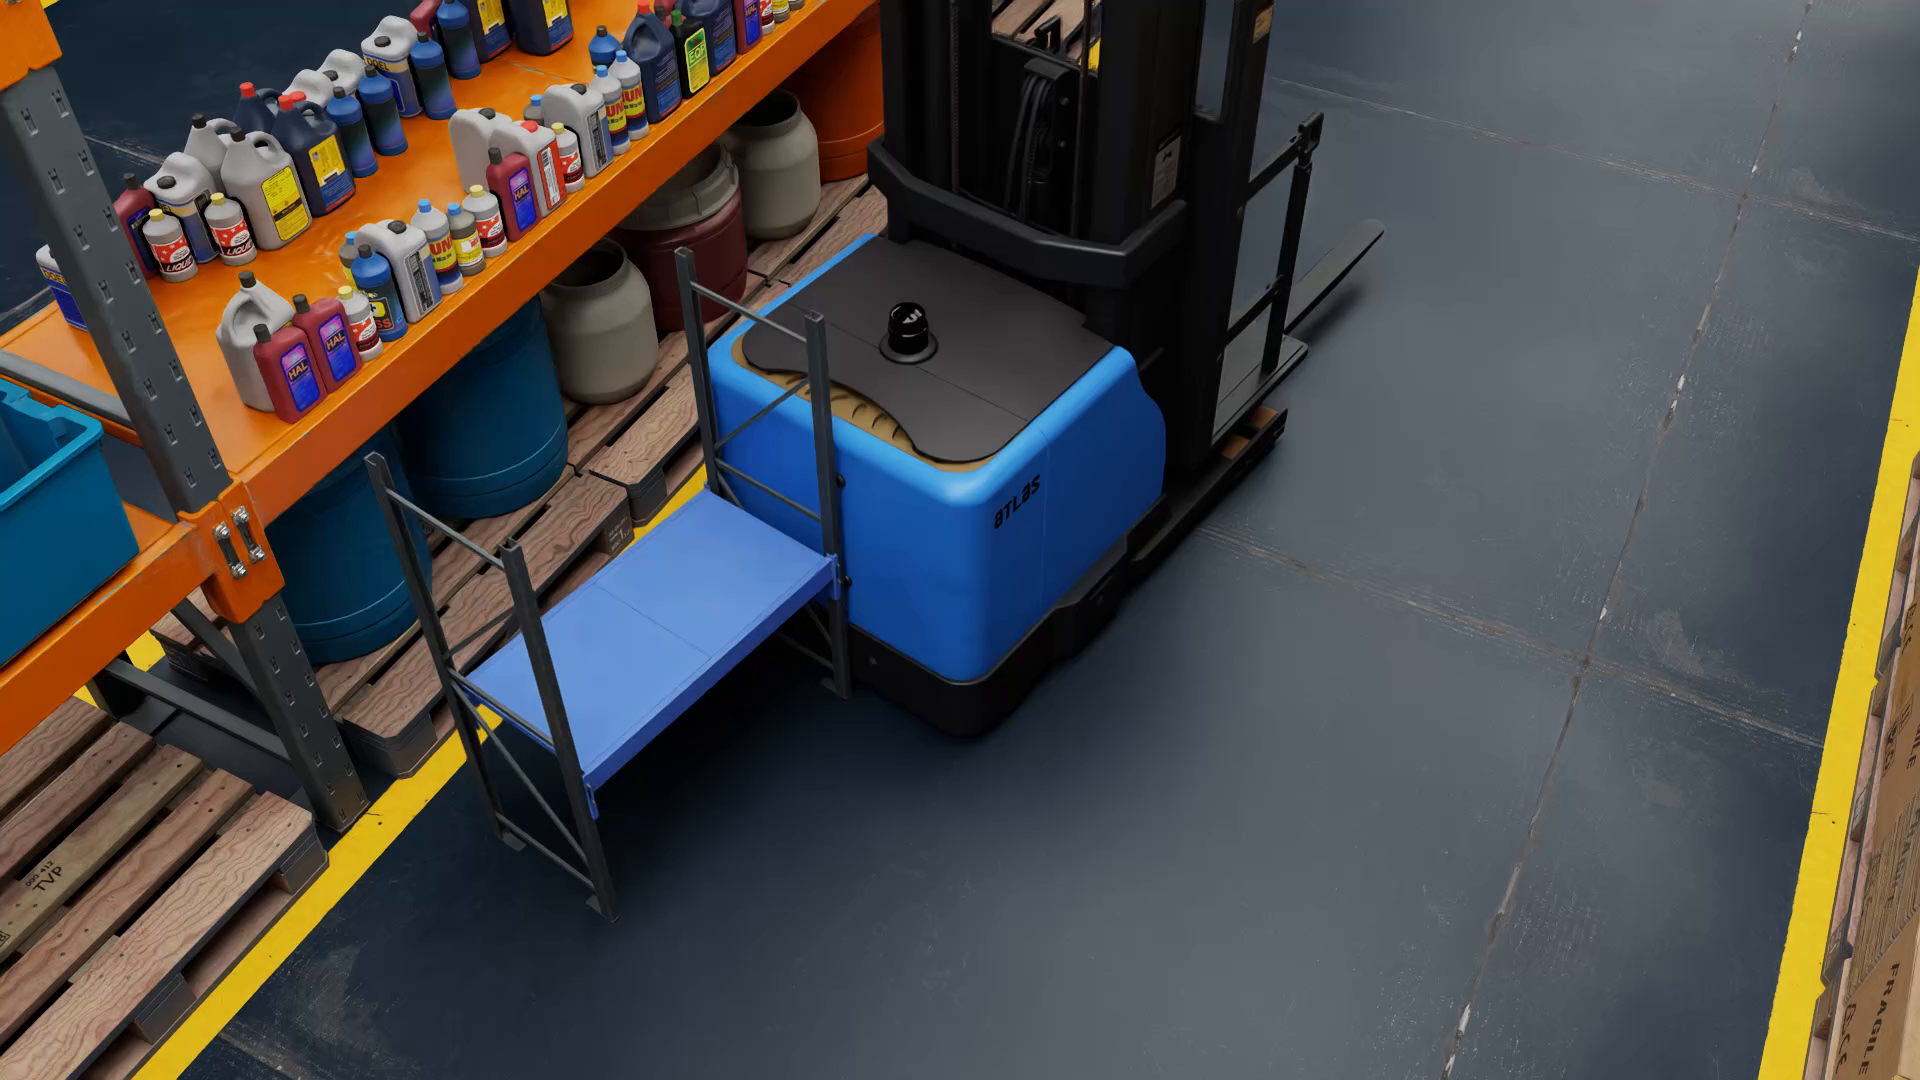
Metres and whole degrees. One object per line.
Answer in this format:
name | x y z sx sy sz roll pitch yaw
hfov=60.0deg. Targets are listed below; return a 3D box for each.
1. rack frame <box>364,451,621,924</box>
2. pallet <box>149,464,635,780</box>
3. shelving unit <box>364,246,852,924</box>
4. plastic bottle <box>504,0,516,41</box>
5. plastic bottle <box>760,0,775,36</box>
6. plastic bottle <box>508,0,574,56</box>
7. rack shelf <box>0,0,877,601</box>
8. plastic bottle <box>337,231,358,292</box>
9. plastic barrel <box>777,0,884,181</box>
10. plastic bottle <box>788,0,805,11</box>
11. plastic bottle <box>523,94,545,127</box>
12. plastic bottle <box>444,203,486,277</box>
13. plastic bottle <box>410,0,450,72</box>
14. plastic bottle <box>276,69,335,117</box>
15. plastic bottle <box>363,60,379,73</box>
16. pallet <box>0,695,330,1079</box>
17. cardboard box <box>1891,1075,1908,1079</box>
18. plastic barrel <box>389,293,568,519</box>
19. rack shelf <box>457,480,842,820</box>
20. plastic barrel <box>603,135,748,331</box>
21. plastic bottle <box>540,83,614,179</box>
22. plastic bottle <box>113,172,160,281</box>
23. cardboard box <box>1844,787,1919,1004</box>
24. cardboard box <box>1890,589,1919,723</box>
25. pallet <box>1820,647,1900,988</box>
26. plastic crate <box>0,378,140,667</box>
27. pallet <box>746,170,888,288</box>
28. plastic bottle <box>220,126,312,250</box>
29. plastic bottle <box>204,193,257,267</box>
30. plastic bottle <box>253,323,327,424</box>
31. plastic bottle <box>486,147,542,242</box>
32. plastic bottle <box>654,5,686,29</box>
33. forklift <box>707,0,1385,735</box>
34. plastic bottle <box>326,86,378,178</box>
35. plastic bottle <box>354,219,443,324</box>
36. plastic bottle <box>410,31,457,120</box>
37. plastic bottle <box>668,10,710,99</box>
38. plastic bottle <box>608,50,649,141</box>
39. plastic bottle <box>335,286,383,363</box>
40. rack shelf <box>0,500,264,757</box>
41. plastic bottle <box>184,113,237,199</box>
rack frame | -1.166 0.438 4.263 0.500 1.500 0.032 28 52 25
pallet | -1.834 0.119 5.484 1.003 0.211 1.213 20 49 19
shelving unit | -0.858 0.150 4.547 0.538 1.500 1.048 28 52 25
plastic bottle | -1.503 -1.826 5.533 0.152 0.276 0.135 20 49 19
plastic bottle | -0.675 -1.802 5.562 0.097 0.201 0.097 0 45 0
plastic bottle | -1.384 -1.788 5.442 0.144 0.351 0.185 20 49 19
rack shelf | -1.301 -1.396 5.527 1.077 0.370 4.000 20 49 19
plastic bottle | -1.626 -0.745 4.517 0.097 0.201 0.097 0 45 0
plastic barrel | -0.584 -1.980 6.829 0.600 0.830 0.708 20 49 19
plastic bottle | -0.585 -1.925 5.683 0.097 0.201 0.097 0 45 0
plastic bottle | -1.258 -1.244 5.010 0.097 0.201 0.097 0 45 0
plastic bottle | -1.384 -0.841 4.612 0.097 0.201 0.097 0 45 0
plastic bottle | -1.692 -1.643 5.347 0.061 0.283 0.133 20 49 19
plastic bottle | -1.929 -1.249 4.962 0.152 0.276 0.135 20 49 19
plastic bottle | -1.837 -1.389 5.154 0.097 0.201 0.097 0 45 0
pallet | -2.536 1.067 4.547 1.003 0.211 1.213 20 49 19
cardboard box | 2.132 1.567 3.540 0.500 0.500 0.500 20 49 19
plastic barrel | -1.633 -0.582 5.397 0.600 0.901 0.708 20 49 19
rack shelf | -0.858 0.276 4.675 0.538 0.185 1.000 28 52 25
plastic barrel | -1.109 -1.184 6.211 0.600 0.588 0.708 20 49 19
plastic bottle | -1.139 -1.241 4.955 0.152 0.276 0.135 20 49 19
plastic bottle | -2.265 -0.864 4.577 0.061 0.283 0.133 20 49 19
cardboard box | 2.602 0.943 4.158 0.500 0.500 0.500 21 49 20
cardboard box | 3.074 0.291 4.802 0.500 0.500 0.500 20 49 19
pallet | 3.066 0.932 4.680 1.003 0.211 1.213 20 49 19
plastic crate | -2.144 0.002 3.608 0.392 0.384 0.575 20 49 19
pallet | -0.701 -1.418 7.004 1.003 0.211 1.213 20 49 19
plastic bottle | -1.965 -1.011 4.675 0.144 0.351 0.185 20 49 19
plastic bottle | -2.044 -0.875 4.646 0.097 0.201 0.097 0 45 0
plastic bottle | -1.681 -0.438 4.156 0.061 0.283 0.133 20 49 19
plastic bottle | -1.269 -0.998 4.709 0.061 0.283 0.133 20 49 19
plastic bottle | -0.914 -1.572 5.277 0.061 0.283 0.133 20 49 19
forklift | 0.530 -1.437 5.109 1.130 2.935 3.031 28 52 25
plastic bottle | -1.810 -1.217 4.935 0.097 0.271 0.097 0 45 0
plastic bottle | -1.507 -0.742 4.462 0.152 0.276 0.135 20 49 19
plastic bottle | -1.640 -1.448 5.163 0.097 0.271 0.097 0 45 0
plastic bottle | -0.860 -1.552 5.257 0.061 0.283 0.133 20 49 19
plastic bottle | -1.016 -1.365 5.080 0.097 0.271 0.097 0 45 0
plastic bottle | -1.582 -0.572 4.346 0.097 0.201 0.097 0 45 0
rack shelf | -3.158 1.124 3.036 1.077 0.370 4.000 20 49 19
plastic bottle | -2.092 -1.059 4.722 0.144 0.351 0.185 20 49 19
